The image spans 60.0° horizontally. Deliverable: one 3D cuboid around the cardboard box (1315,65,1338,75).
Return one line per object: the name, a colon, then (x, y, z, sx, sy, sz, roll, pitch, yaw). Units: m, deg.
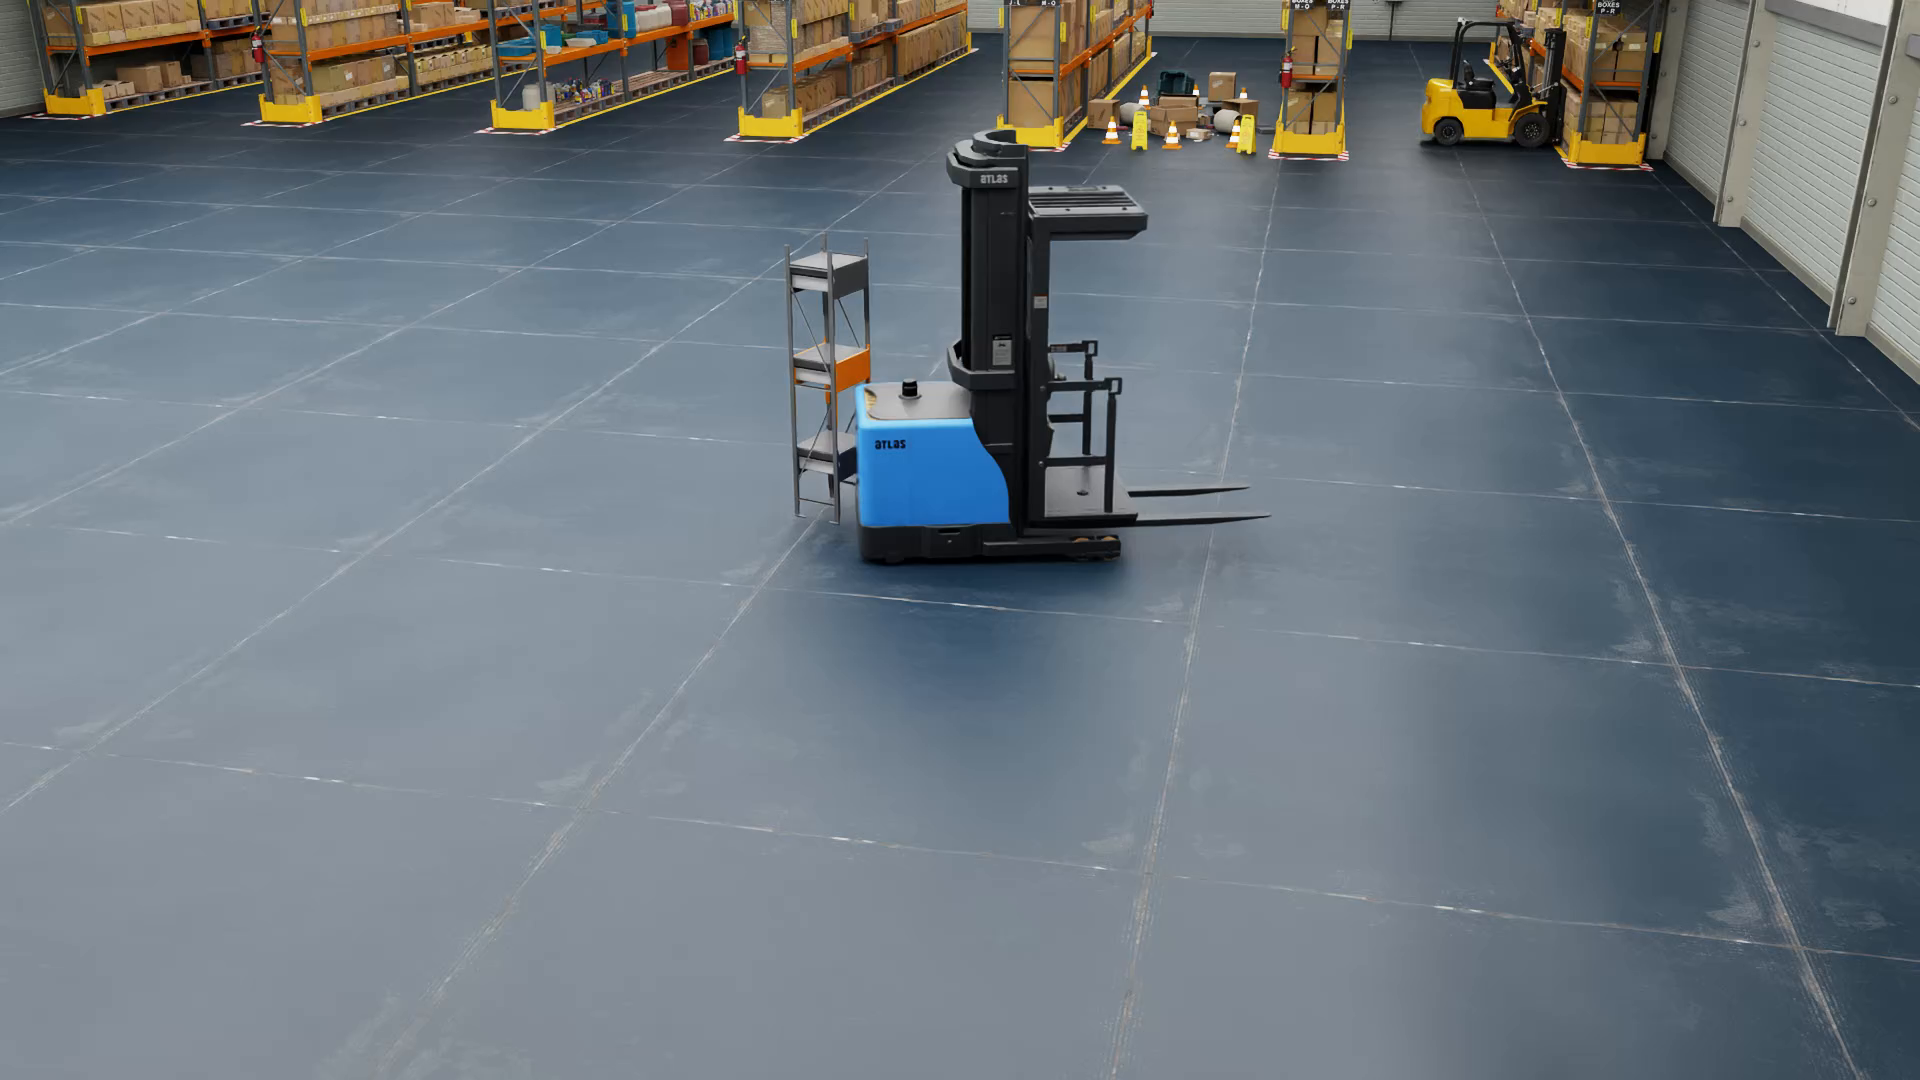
cardboard box: (6.410, -8.215, 29.073, 0.380, 0.149, 0.250, 5, 22, 11)

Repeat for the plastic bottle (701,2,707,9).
plastic bottle: (-6.232, -12.921, 40.486, 0.144, 0.351, 0.185, 4, 22, 11)

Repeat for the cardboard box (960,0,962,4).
cardboard box: (-0.153, -14.371, 44.358, 0.380, 0.149, 0.250, 5, 22, 11)

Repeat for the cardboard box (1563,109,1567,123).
cardboard box: (10.989, -7.573, 29.590, 0.500, 0.250, 0.500, 4, 22, 10)

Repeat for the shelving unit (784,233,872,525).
shelving unit: (-0.975, -1.205, 12.536, 0.431, 2.100, 0.503, 12, 25, 27)

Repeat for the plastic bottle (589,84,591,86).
plastic bottle: (-7.656, -9.316, 34.517, 0.061, 0.283, 0.133, 4, 22, 11)

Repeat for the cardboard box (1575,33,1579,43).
cardboard box: (11.032, -8.813, 29.218, 0.380, 0.149, 0.250, 5, 22, 11)

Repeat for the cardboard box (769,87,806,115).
cardboard box: (-3.331, -8.463, 32.135, 0.500, 0.500, 0.500, 11, 24, 25)

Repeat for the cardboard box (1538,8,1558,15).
cardboard box: (12.277, -11.025, 34.712, 0.380, 0.149, 0.250, 5, 22, 12)

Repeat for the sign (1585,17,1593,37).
sign: (10.470, -8.540, 27.676, 0.100, 0.325, 0.005, 4, 22, 11)

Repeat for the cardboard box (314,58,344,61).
cardboard box: (-13.149, -9.771, 34.714, 0.500, 0.500, 0.500, 4, 22, 11)

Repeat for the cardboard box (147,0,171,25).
cardboard box: (-17.298, -11.299, 35.565, 0.500, 0.500, 0.500, 4, 22, 9)

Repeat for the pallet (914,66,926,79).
pallet: (-1.445, -11.339, 40.225, 1.003, 0.211, 1.213, 4, 22, 11)

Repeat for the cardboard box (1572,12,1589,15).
cardboard box: (12.594, -10.606, 33.671, 0.380, 0.149, 0.250, 4, 22, 11)

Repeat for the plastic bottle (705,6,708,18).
plastic bottle: (-6.136, -12.734, 40.130, 0.097, 0.271, 0.097, 0, 22, 0)

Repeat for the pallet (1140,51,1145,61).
pallet: (4.321, -12.800, 43.852, 1.003, 0.211, 1.213, 4, 22, 11)

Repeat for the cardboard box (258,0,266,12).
cardboard box: (-16.797, -12.658, 39.045, 0.700, 0.500, 0.500, 4, 22, 11)

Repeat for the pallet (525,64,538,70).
pallet: (-11.188, -12.083, 42.072, 1.003, 0.211, 1.213, 4, 22, 11)

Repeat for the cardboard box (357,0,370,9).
cardboard box: (-12.733, -11.316, 34.565, 0.700, 0.500, 0.500, 4, 22, 11)

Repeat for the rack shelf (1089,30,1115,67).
rack shelf: (2.496, -10.424, 35.185, 1.077, 0.370, 4.000, 4, 22, 11)

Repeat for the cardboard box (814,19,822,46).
cardboard box: (-3.182, -9.916, 32.427, 0.875, 0.500, 0.500, 4, 22, 11)

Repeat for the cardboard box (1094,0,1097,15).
cardboard box: (2.494, -11.277, 34.866, 0.700, 0.500, 0.500, 4, 22, 10)

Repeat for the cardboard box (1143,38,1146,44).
cardboard box: (4.708, -13.211, 43.997, 0.380, 0.149, 0.250, 4, 22, 9)

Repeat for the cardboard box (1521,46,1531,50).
cardboard box: (13.091, -11.258, 38.208, 0.380, 0.149, 0.250, 3, 22, 8)

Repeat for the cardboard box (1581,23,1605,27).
cardboard box: (11.172, -9.040, 29.385, 0.380, 0.149, 0.250, 5, 22, 12)

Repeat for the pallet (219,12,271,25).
pallet: (-16.842, -12.221, 38.941, 1.003, 0.211, 1.213, 4, 22, 11)

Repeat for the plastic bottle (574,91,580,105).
plastic bottle: (-7.737, -8.934, 33.585, 0.097, 0.271, 0.097, 0, 22, 0)

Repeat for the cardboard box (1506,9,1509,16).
cardboard box: (13.582, -12.917, 40.747, 0.380, 0.149, 0.250, 5, 22, 12)

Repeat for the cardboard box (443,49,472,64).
cardboard box: (-11.699, -11.255, 38.653, 0.500, 0.311, 0.500, 4, 22, 11)

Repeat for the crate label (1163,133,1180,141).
crate label: (3.907, -7.404, 30.554, 0.250, 0.136, 0.298, -7, 23, -17)

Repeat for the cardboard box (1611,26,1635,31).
cardboard box: (11.497, -8.817, 28.830, 0.380, 0.149, 0.250, 5, 23, 13)

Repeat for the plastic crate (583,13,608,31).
plastic crate: (-7.797, -11.049, 35.688, 0.402, 0.464, 0.583, 4, 22, 11)

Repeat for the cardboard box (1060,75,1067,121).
cardboard box: (1.523, -8.348, 31.348, 0.875, 0.875, 0.875, 4, 22, 10)

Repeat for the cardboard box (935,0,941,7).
cardboard box: (-0.762, -13.588, 41.879, 0.500, 0.250, 0.500, 4, 22, 10)

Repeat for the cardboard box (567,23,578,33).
cardboard box: (-10.434, -13.858, 45.499, 0.797, 0.503, 0.637, 4, 22, 11)

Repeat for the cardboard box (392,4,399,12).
cardboard box: (-12.290, -11.430, 35.716, 0.380, 0.149, 0.250, 4, 22, 11)

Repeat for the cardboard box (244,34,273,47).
cardboard box: (-16.752, -11.959, 39.785, 0.500, 0.250, 0.500, 5, 22, 12)

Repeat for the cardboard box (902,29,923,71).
cardboard box: (-1.580, -11.690, 39.647, 1.225, 0.875, 0.875, 5, 22, 11)

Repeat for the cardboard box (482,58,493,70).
cardboard box: (-11.497, -11.370, 39.687, 0.500, 0.250, 0.500, 5, 22, 12)

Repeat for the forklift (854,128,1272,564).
forklift: (0.750, -1.404, 11.916, 3.031, 2.935, 1.130, -2, 22, -5)

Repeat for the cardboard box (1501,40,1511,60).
cardboard box: (13.627, -12.021, 40.971, 0.500, 0.500, 0.500, 5, 22, 12)

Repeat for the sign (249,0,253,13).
sign: (-13.789, -10.429, 32.366, 0.100, 0.325, 0.005, 4, 22, 11)

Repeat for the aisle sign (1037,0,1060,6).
aisle sign: (1.551, -9.721, 28.995, 0.394, 0.787, 0.004, 4, 22, 11)

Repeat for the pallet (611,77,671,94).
pallet: (-7.227, -10.264, 37.555, 1.003, 0.211, 1.213, 4, 22, 11)

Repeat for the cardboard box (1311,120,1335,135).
cardboard box: (6.573, -7.417, 29.872, 0.500, 0.250, 0.500, 4, 22, 10)

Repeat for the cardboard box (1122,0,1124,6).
cardboard box: (3.675, -12.721, 39.300, 0.380, 0.149, 0.250, 4, 22, 9)

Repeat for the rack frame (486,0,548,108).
rack frame: (-8.412, -9.356, 31.570, 1.000, 3.000, 0.127, 4, 22, 11)

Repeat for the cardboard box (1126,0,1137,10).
cardboard box: (4.068, -13.299, 40.827, 0.500, 0.500, 0.500, 4, 22, 10)

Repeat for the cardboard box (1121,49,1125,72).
cardboard box: (3.602, -11.323, 39.237, 0.500, 0.500, 0.500, 4, 22, 10)

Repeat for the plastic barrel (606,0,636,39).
plastic barrel: (-7.220, -11.170, 35.402, 0.600, 0.901, 0.708, 4, 22, 11)

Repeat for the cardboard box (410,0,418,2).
cardboard box: (-15.381, -15.103, 45.438, 0.980, 0.700, 0.700, 4, 22, 10)

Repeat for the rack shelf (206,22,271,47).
rack shelf: (-16.886, -11.972, 39.028, 1.077, 0.370, 4.000, 4, 22, 11)
